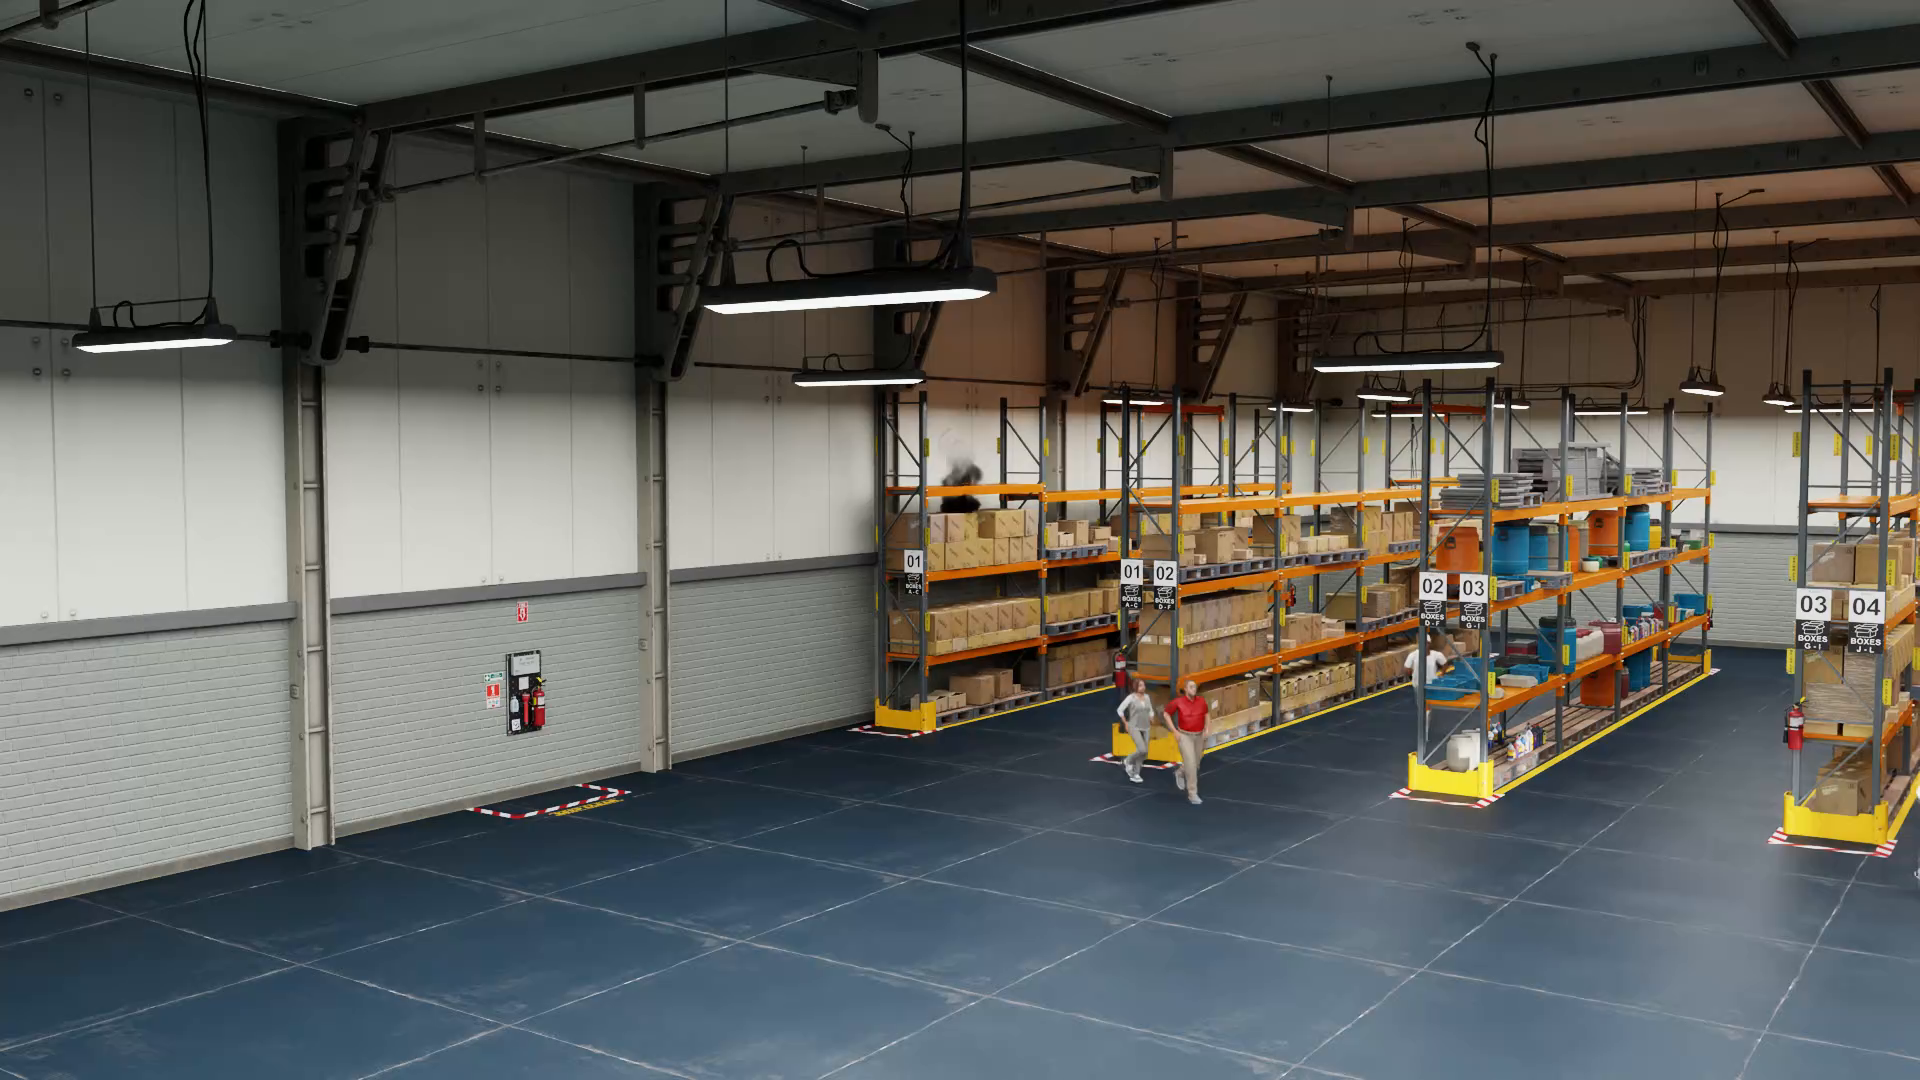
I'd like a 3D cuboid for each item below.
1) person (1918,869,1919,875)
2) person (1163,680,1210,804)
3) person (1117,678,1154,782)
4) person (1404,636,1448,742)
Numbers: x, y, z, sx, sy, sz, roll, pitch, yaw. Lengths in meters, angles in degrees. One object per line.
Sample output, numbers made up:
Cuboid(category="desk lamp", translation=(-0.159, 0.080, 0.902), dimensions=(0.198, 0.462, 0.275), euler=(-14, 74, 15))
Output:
Cuboid(category="person", translation=(10.963, 3.139, 18.307), dimensions=(0.593, 1.720, 0.850), euler=(-1, 3, -16))
Cuboid(category="person", translation=(3.256, 2.844, 23.736), dimensions=(0.675, 1.730, 0.868), euler=(-1, 3, -24))
Cuboid(category="person", translation=(2.688, 2.845, 24.777), dimensions=(0.524, 1.556, 0.530), euler=(-2, 4, -28))
Cuboid(category="person", translation=(7.951, 2.510, 28.488), dimensions=(0.695, 1.771, 0.962), euler=(2, 4, 27))
